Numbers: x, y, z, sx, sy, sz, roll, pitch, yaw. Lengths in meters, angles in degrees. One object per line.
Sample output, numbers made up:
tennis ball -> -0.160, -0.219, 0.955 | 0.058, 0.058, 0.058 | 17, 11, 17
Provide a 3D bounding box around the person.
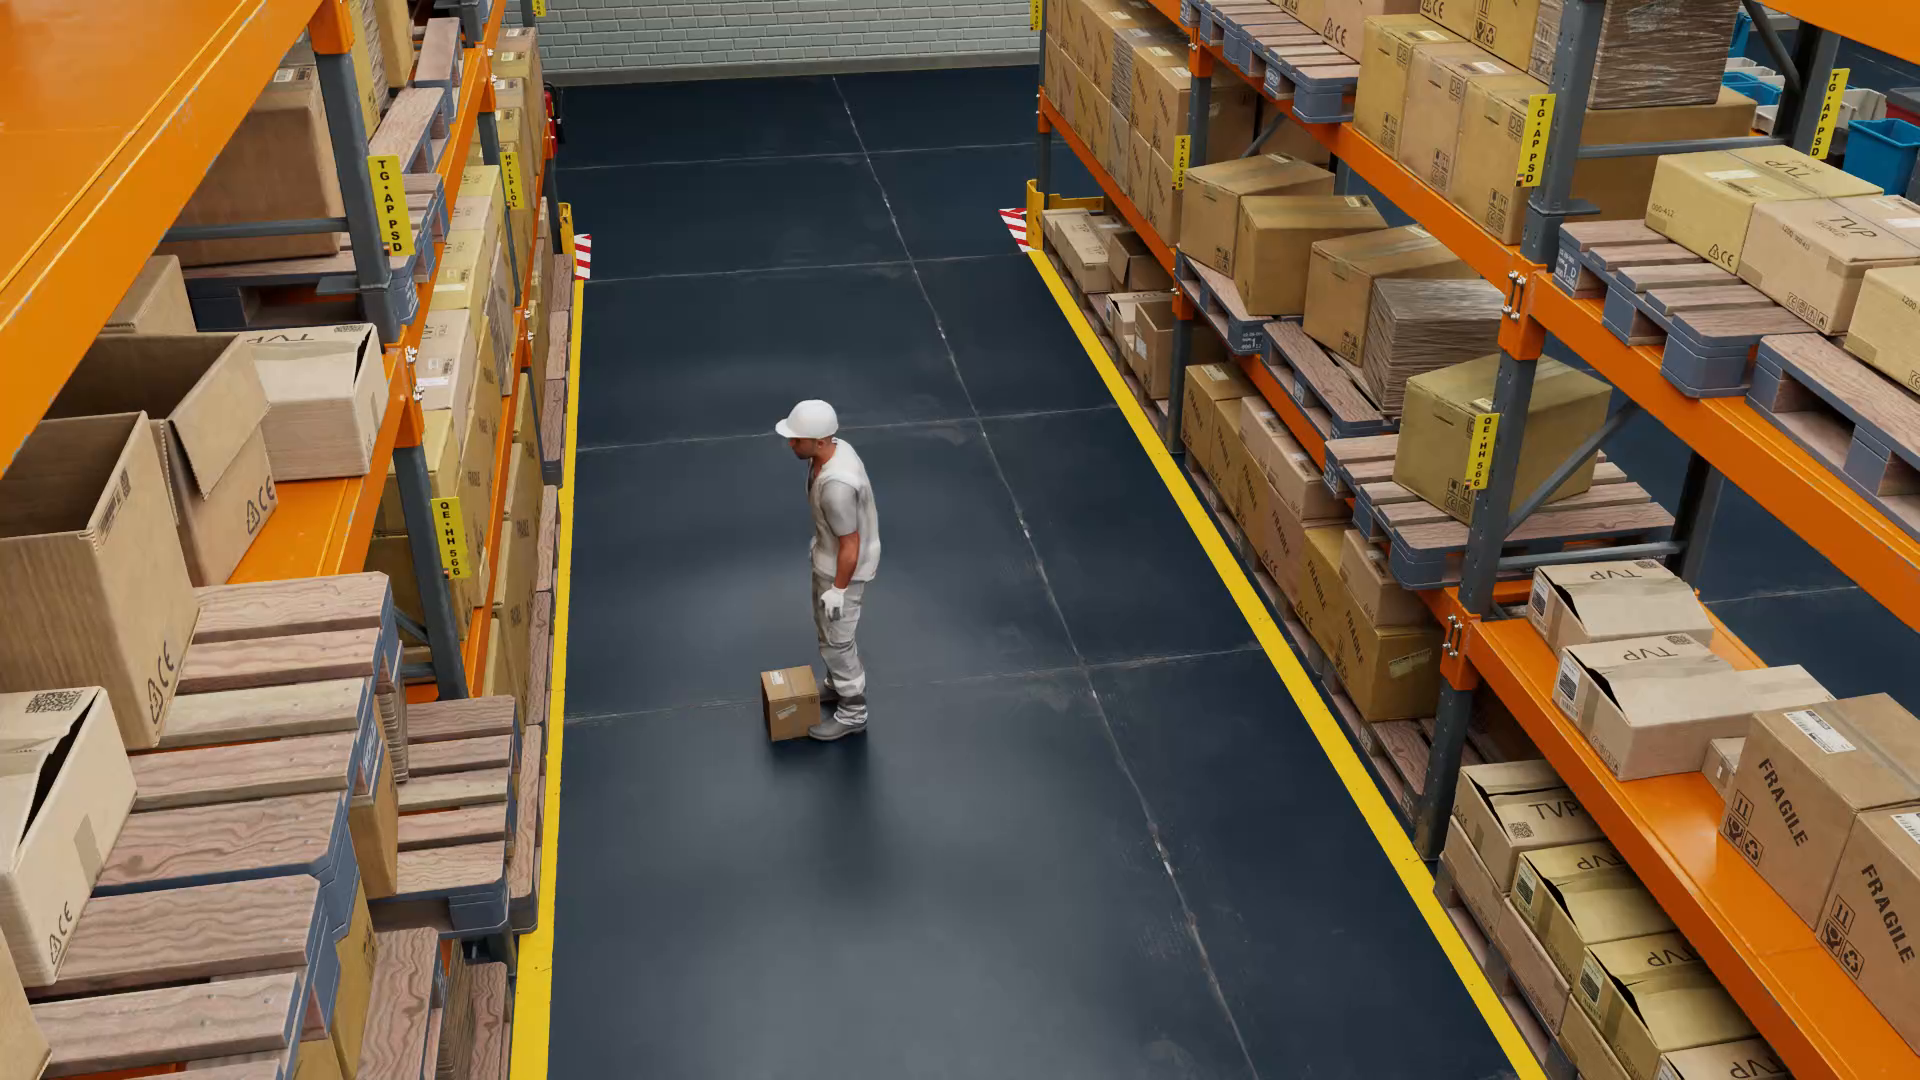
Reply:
person -> -0.612, 0.125, 7.912 | 0.451, 1.778, 0.594 | -6, 31, -9
